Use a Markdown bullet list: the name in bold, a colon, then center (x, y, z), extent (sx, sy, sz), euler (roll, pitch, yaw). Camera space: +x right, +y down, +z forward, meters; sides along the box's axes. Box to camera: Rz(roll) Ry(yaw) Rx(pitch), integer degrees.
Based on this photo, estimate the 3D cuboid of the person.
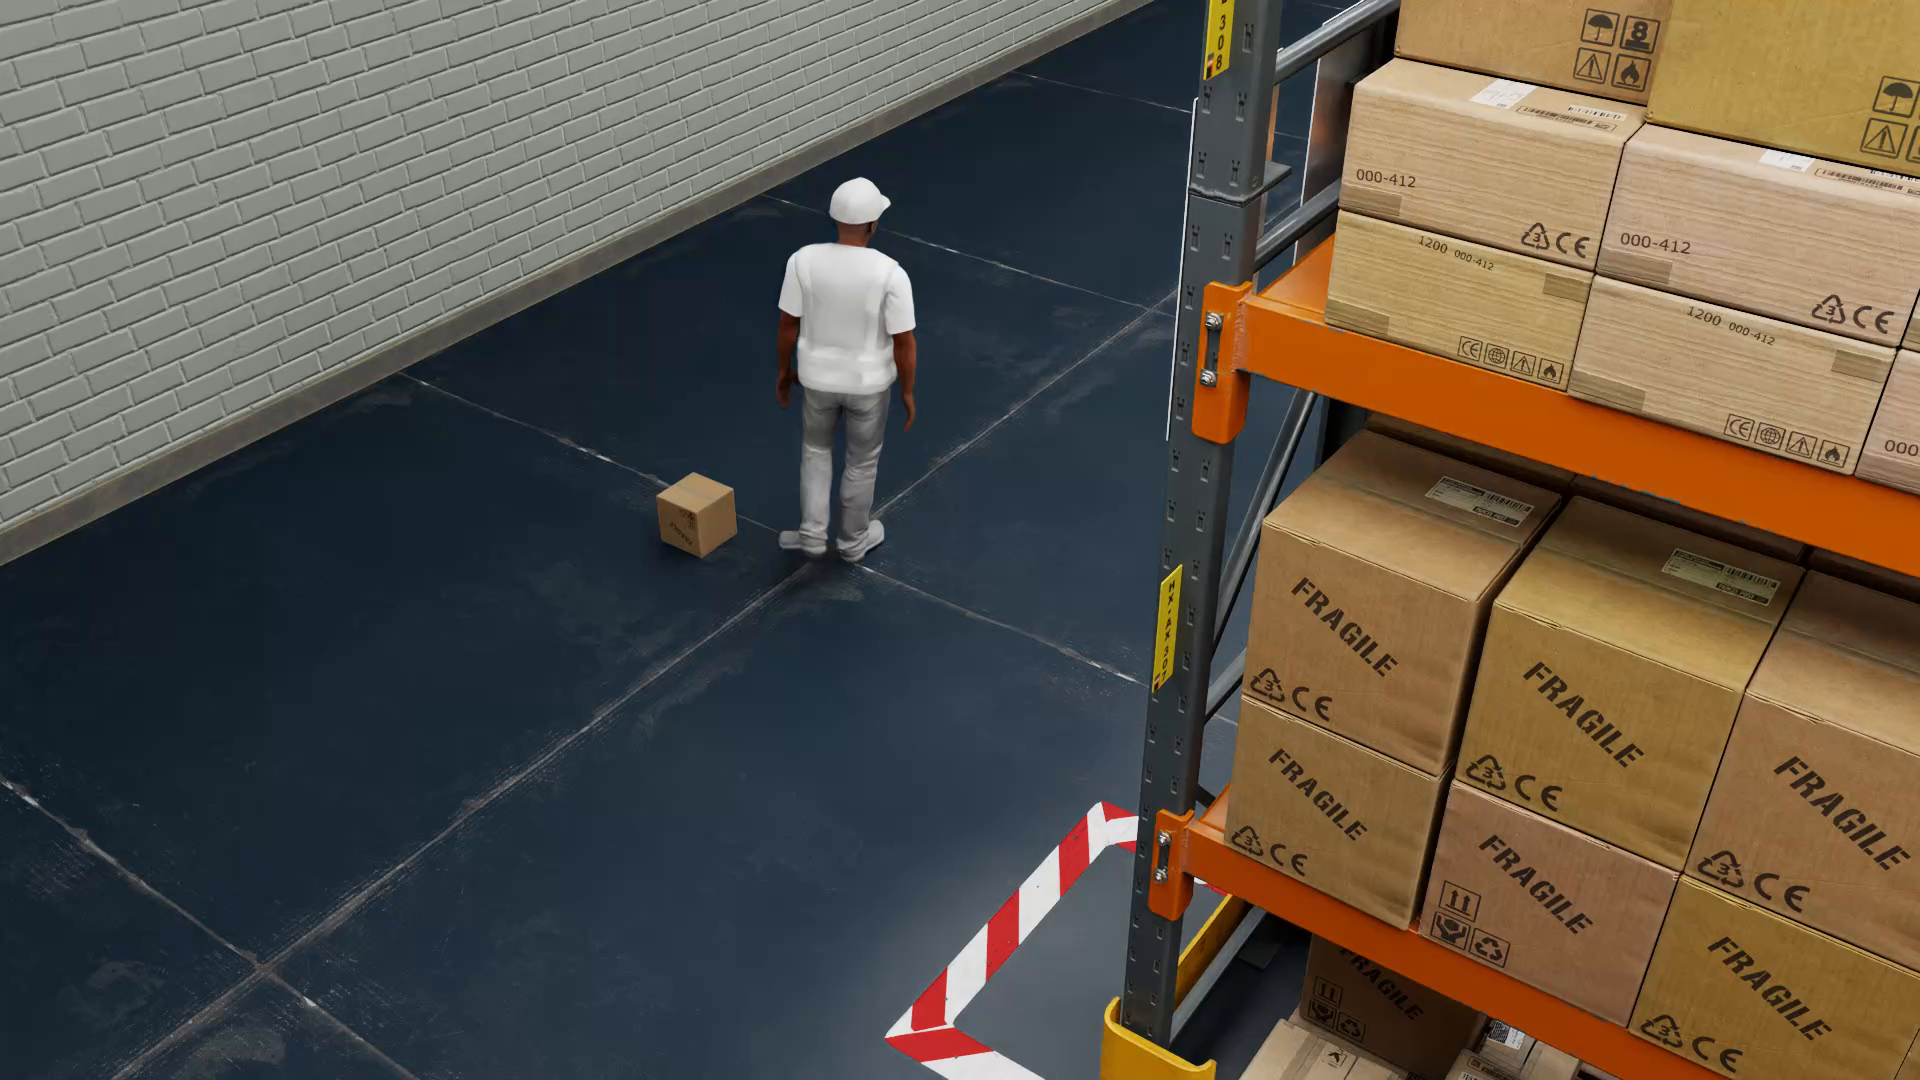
- **person**: center (-0.493, -0.657, 7.082), extent (0.624, 1.762, 0.572), euler (7, 35, 11)
